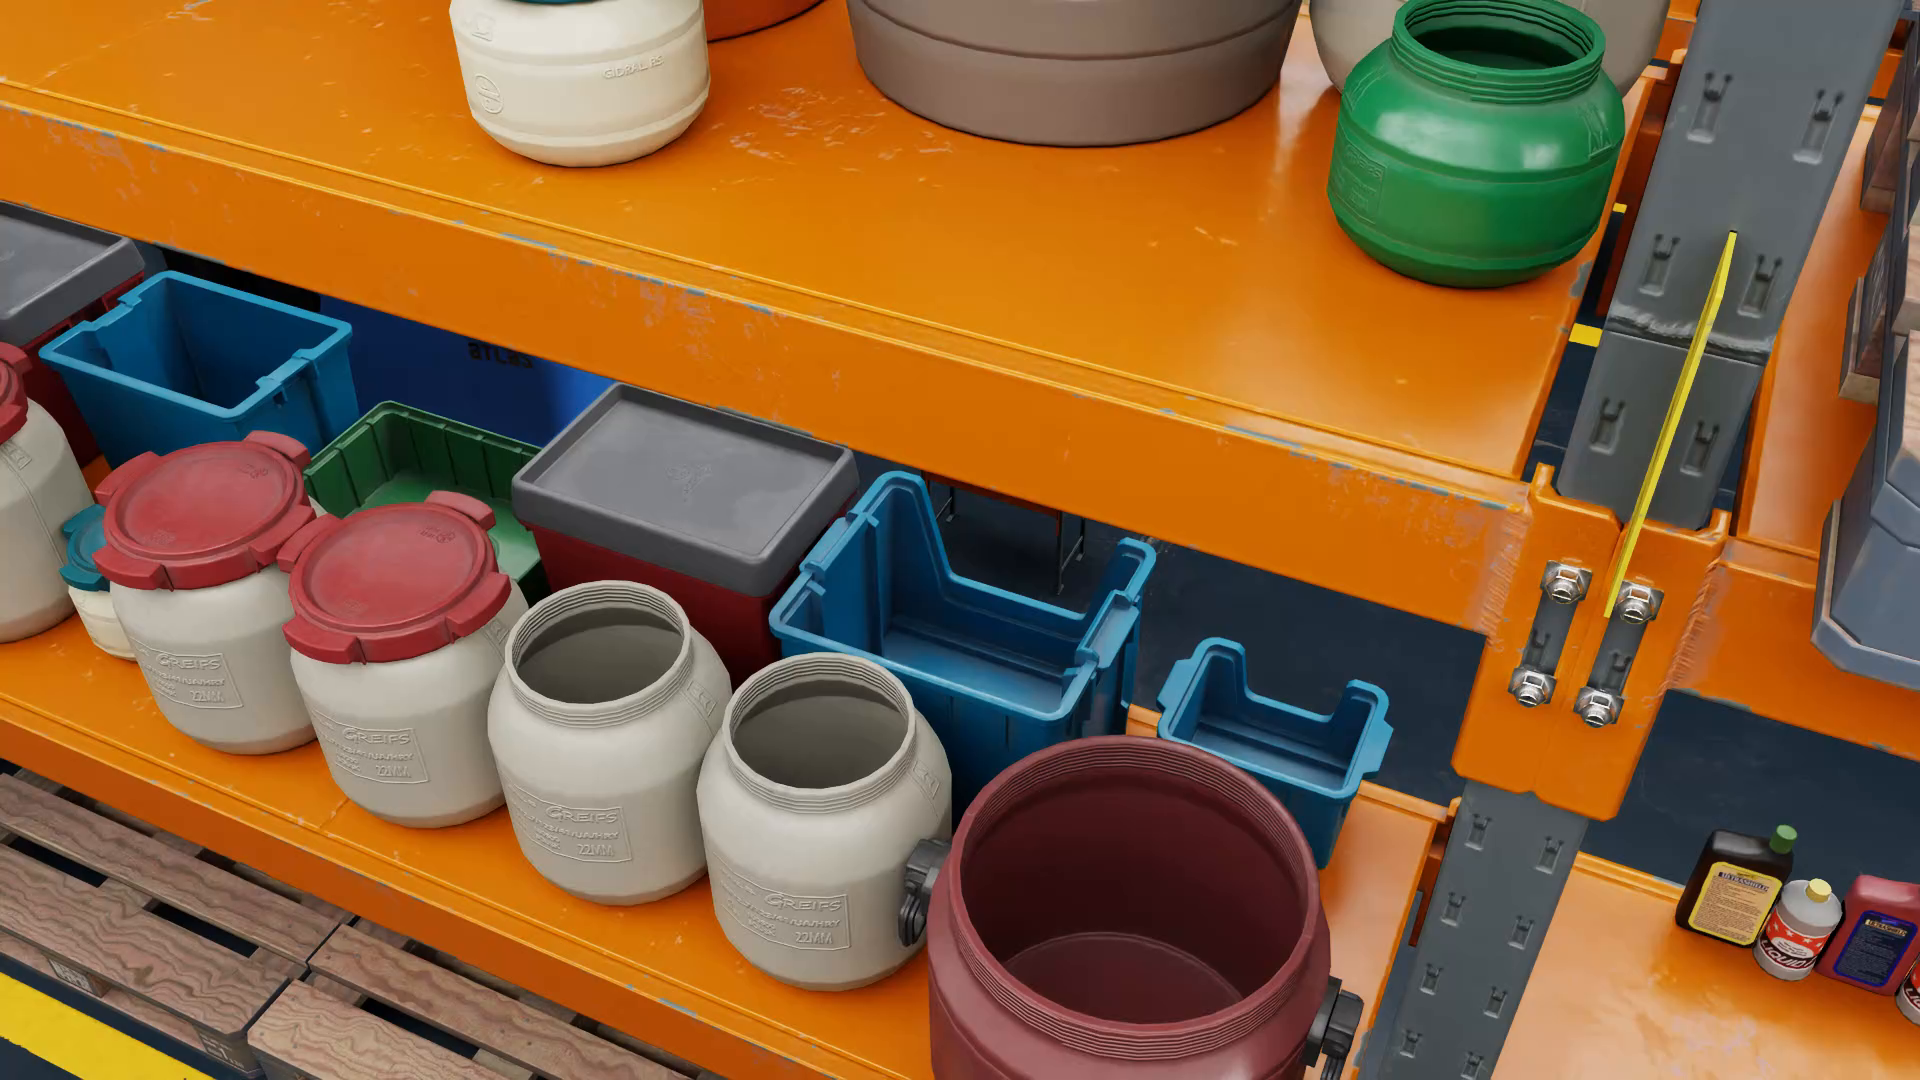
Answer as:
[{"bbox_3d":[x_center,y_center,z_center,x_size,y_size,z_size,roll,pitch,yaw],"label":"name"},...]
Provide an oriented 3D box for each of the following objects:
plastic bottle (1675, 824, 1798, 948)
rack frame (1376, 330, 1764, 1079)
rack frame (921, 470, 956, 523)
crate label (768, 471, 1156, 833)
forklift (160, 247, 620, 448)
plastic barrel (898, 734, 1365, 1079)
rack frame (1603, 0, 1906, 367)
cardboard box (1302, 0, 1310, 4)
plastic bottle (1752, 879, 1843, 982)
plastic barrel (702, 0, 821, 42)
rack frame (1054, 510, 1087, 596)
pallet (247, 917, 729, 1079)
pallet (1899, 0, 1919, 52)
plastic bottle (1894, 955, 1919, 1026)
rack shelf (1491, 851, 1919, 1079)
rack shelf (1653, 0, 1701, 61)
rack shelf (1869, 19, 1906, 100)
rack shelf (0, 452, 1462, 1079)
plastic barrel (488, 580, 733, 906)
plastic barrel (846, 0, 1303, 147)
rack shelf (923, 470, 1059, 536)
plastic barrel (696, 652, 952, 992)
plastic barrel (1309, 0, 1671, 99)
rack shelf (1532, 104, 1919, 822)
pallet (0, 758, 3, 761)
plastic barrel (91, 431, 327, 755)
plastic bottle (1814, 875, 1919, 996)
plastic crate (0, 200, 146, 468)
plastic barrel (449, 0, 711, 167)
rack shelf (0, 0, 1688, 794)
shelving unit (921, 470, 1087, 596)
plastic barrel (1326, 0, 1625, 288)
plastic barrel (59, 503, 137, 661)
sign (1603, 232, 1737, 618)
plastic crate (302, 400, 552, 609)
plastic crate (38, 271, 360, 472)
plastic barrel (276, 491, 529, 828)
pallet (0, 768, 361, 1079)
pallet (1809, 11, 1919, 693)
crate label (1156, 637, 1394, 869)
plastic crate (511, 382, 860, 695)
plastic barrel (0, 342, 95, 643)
[{"bbox_3d":[1.345,0.584,2.875,0.133,0.283,0.061,17,44,19],"label":"plastic bottle"},{"bbox_3d":[0.798,0.681,2.674,0.127,3.000,1.000,17,44,19],"label":"rack frame"},{"bbox_3d":[-0.071,-0.475,5.382,0.015,1.200,0.240,17,44,19],"label":"rack frame"},{"bbox_3d":[0.012,0.232,3.165,0.616,0.435,0.502,17,44,19],"label":"crate label"},{"bbox_3d":[-2.476,-1.514,5.259,3.031,2.935,1.130,10,42,12],"label":"forklift"},{"bbox_3d":[0.250,0.681,2.570,0.708,0.536,0.600,17,44,19],"label":"plastic barrel"},{"bbox_3d":[0.798,-1.586,0.709,0.127,3.000,1.000,17,44,19],"label":"rack frame"},{"bbox_3d":[1.605,-2.192,7.339,0.500,0.311,0.500,16,43,17],"label":"cardboard box"},{"bbox_3d":[1.442,0.658,2.853,0.097,0.201,0.097,0,41,0],"label":"plastic bottle"},{"bbox_3d":[-0.447,-1.152,2.171,0.708,0.830,0.600,17,44,19],"label":"plastic barrel"},{"bbox_3d":[0.371,-0.340,5.226,0.015,1.200,0.240,17,44,19],"label":"rack frame"},{"bbox_3d":[-0.989,1.158,4.252,1.213,0.211,1.003,17,44,19],"label":"pallet"},{"bbox_3d":[3.540,-2.039,5.959,1.003,0.211,1.213,17,44,19],"label":"pallet"},{"bbox_3d":[1.651,0.722,2.779,0.097,0.201,0.097,0,41,0],"label":"plastic bottle"},{"bbox_3d":[2.611,1.507,2.271,4.000,0.370,1.077,17,44,19],"label":"rack shelf"},{"bbox_3d":[1.084,-2.540,6.940,4.000,0.370,1.077,17,44,19],"label":"rack shelf"},{"bbox_3d":[4.709,-1.432,5.662,4.000,0.370,1.077,17,44,19],"label":"rack shelf"},{"bbox_3d":[-1.014,0.399,3.549,4.000,0.370,1.077,17,44,19],"label":"rack shelf"},{"bbox_3d":[-0.606,0.364,2.954,0.421,0.512,0.421,0,41,0],"label":"plastic barrel"},{"bbox_3d":[0.146,-0.998,1.938,0.600,0.901,0.600,0,41,0],"label":"plastic barrel"},{"bbox_3d":[0.150,-0.207,5.478,0.480,0.148,0.258,17,44,19],"label":"rack shelf"},{"bbox_3d":[-0.224,0.481,2.820,0.421,0.512,0.421,0,41,0],"label":"plastic barrel"},{"bbox_3d":[0.646,-0.763,1.964,0.421,0.512,0.421,0,41,0],"label":"plastic barrel"},{"bbox_3d":[2.611,0.373,1.288,4.000,0.370,1.077,17,44,19],"label":"rack shelf"},{"bbox_3d":[-3.418,0.416,5.109,1.213,0.211,1.003,17,44,19],"label":"pallet"},{"bbox_3d":[-1.387,0.120,3.217,0.433,0.535,0.433,0,41,0],"label":"plastic barrel"},{"bbox_3d":[1.554,0.648,2.802,0.133,0.283,0.061,17,44,19],"label":"plastic bottle"},{"bbox_3d":[-2.258,-0.498,3.986,0.583,0.464,0.402,17,44,19],"label":"plastic crate"},{"bbox_3d":[-0.453,-0.614,1.983,0.301,0.262,0.301,0,41,0],"label":"plastic barrel"},{"bbox_3d":[-1.014,-0.734,2.566,4.000,0.370,1.077,17,44,19],"label":"rack shelf"},{"bbox_3d":[0.150,-0.408,5.304,0.503,1.200,0.258,17,44,19],"label":"shelving unit"},{"bbox_3d":[0.553,-0.432,1.786,0.294,0.245,0.294,0,41,0],"label":"plastic barrel"},{"bbox_3d":[-1.692,0.083,3.469,0.301,0.262,0.301,0,41,0],"label":"plastic barrel"},{"bbox_3d":[0.572,-0.084,1.347,0.005,0.325,0.100,17,44,19],"label":"sign"},{"bbox_3d":[-1.129,-0.032,3.658,0.662,0.188,0.450,17,44,19],"label":"plastic crate"},{"bbox_3d":[-1.695,-0.300,3.818,0.575,0.384,0.392,17,44,19],"label":"plastic crate"},{"bbox_3d":[-0.995,0.240,3.079,0.433,0.535,0.433,0,41,0],"label":"plastic barrel"},{"bbox_3d":[-2.098,0.821,4.641,1.213,0.211,1.003,17,44,19],"label":"pallet"},{"bbox_3d":[1.450,-0.111,1.442,1.213,0.211,1.003,17,44,19],"label":"pallet"},{"bbox_3d":[0.575,0.405,3.120,0.416,0.233,0.303,17,44,19],"label":"crate label"},{"bbox_3d":[-0.537,0.028,3.379,0.583,0.464,0.402,17,44,19],"label":"plastic crate"},{"bbox_3d":[-2.052,-0.083,3.452,0.433,0.535,0.433,0,41,0],"label":"plastic barrel"}]
